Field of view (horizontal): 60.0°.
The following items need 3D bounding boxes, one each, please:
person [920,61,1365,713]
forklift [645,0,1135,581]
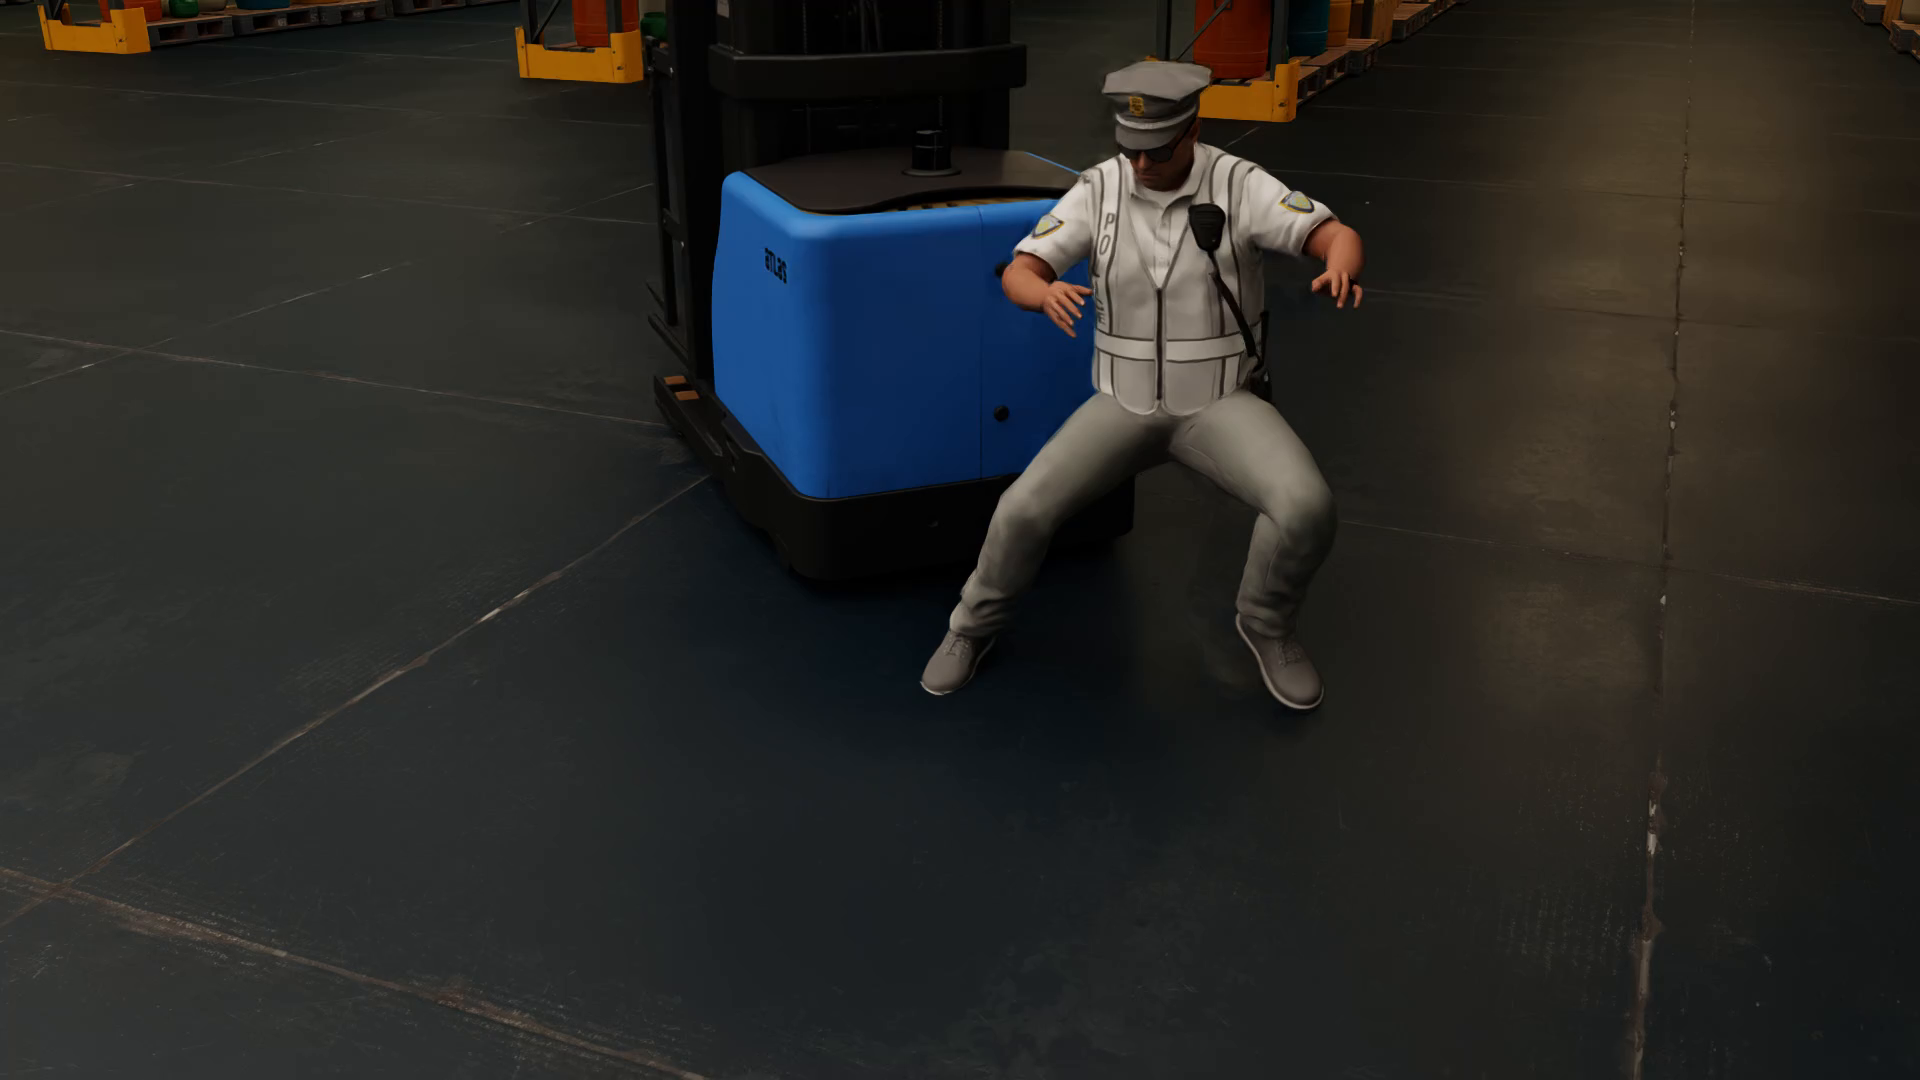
[{"bbox_3d":[0.446,-0.345,3.993,1.019,1.526,0.765,8,24,18],"label":"person"},{"bbox_3d":[-0.488,-1.777,5.544,1.130,2.935,3.031,-9,24,-20],"label":"forklift"}]
